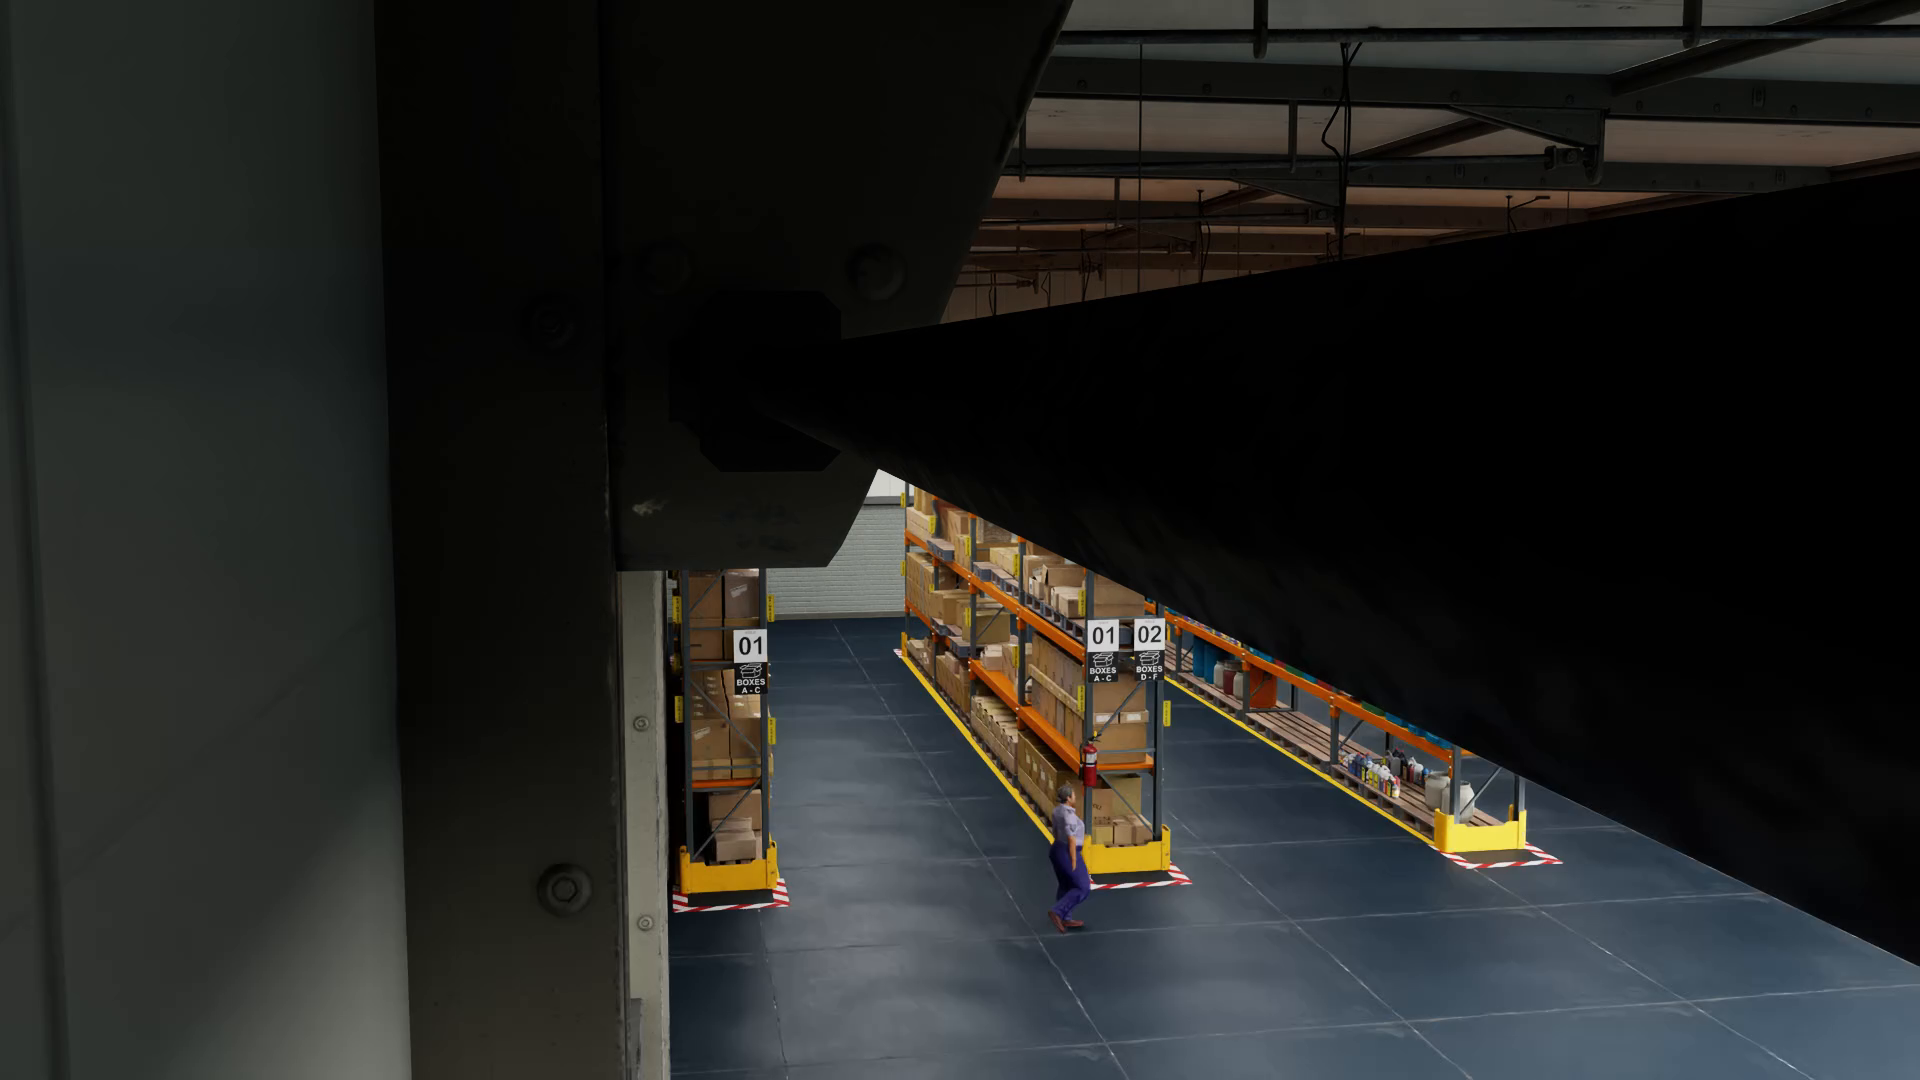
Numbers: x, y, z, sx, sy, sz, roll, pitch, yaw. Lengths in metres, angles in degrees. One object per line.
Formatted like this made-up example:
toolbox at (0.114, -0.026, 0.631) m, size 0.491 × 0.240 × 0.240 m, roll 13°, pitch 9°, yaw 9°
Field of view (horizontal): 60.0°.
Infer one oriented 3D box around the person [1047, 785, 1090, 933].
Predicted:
person at (1.173, 3.567, 18.649) m, size 0.521 × 1.640 × 0.523 m, roll -2°, pitch 6°, yaw -21°
